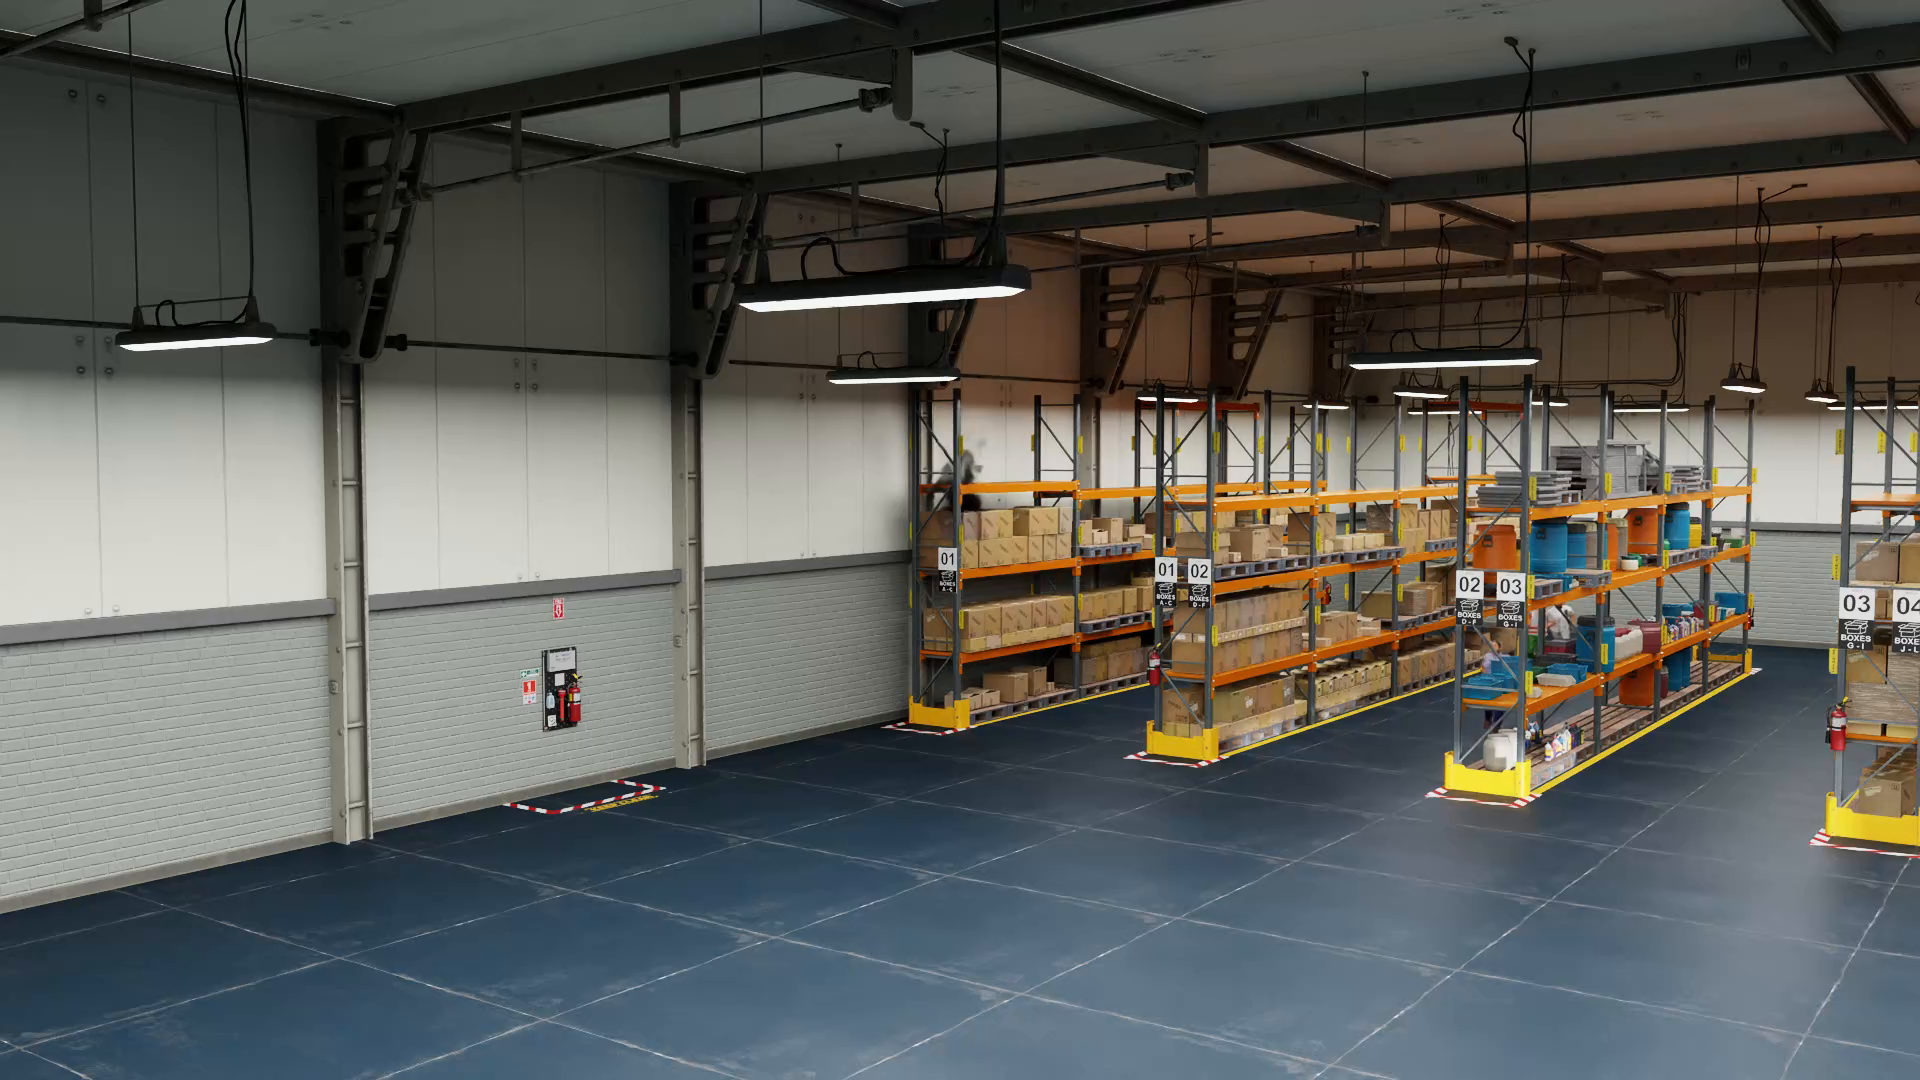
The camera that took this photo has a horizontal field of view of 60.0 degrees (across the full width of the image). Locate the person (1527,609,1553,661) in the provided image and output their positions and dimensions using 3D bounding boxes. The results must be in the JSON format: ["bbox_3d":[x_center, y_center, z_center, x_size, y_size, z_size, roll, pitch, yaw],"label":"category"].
[{"bbox_3d":[12.417,2.091,35.806,0.668,1.810,0.752,2,4,28],"label":"person"}]

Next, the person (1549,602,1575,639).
[{"bbox_3d":[13.400,2.083,37.130,0.557,1.731,0.758,2,4,31],"label":"person"}]

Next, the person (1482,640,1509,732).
[{"bbox_3d":[9.300,2.547,28.897,0.586,1.606,0.585,2,4,32],"label":"person"}]
